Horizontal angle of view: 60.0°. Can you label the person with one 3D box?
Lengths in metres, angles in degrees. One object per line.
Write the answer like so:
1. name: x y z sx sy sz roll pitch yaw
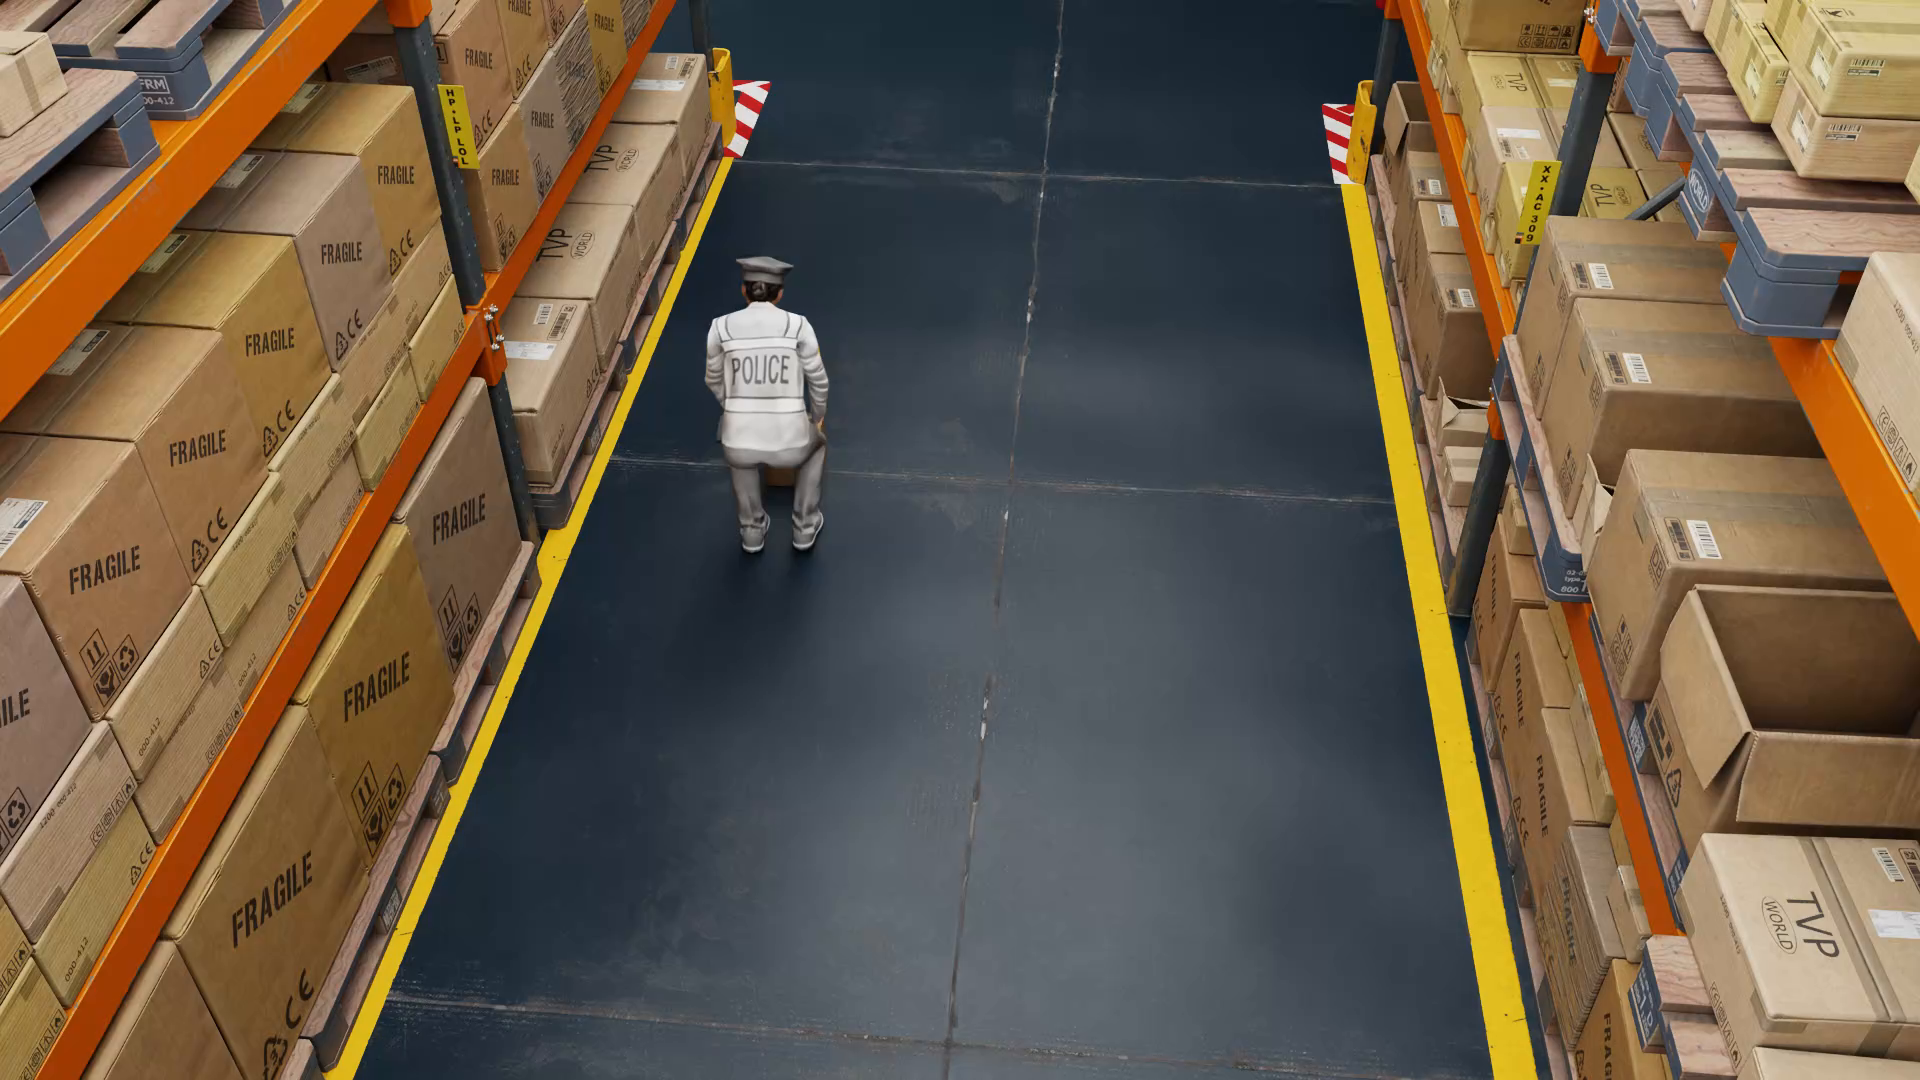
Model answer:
1. person: -0.833 -0.548 7.117 0.531 1.263 0.765 3 40 3
